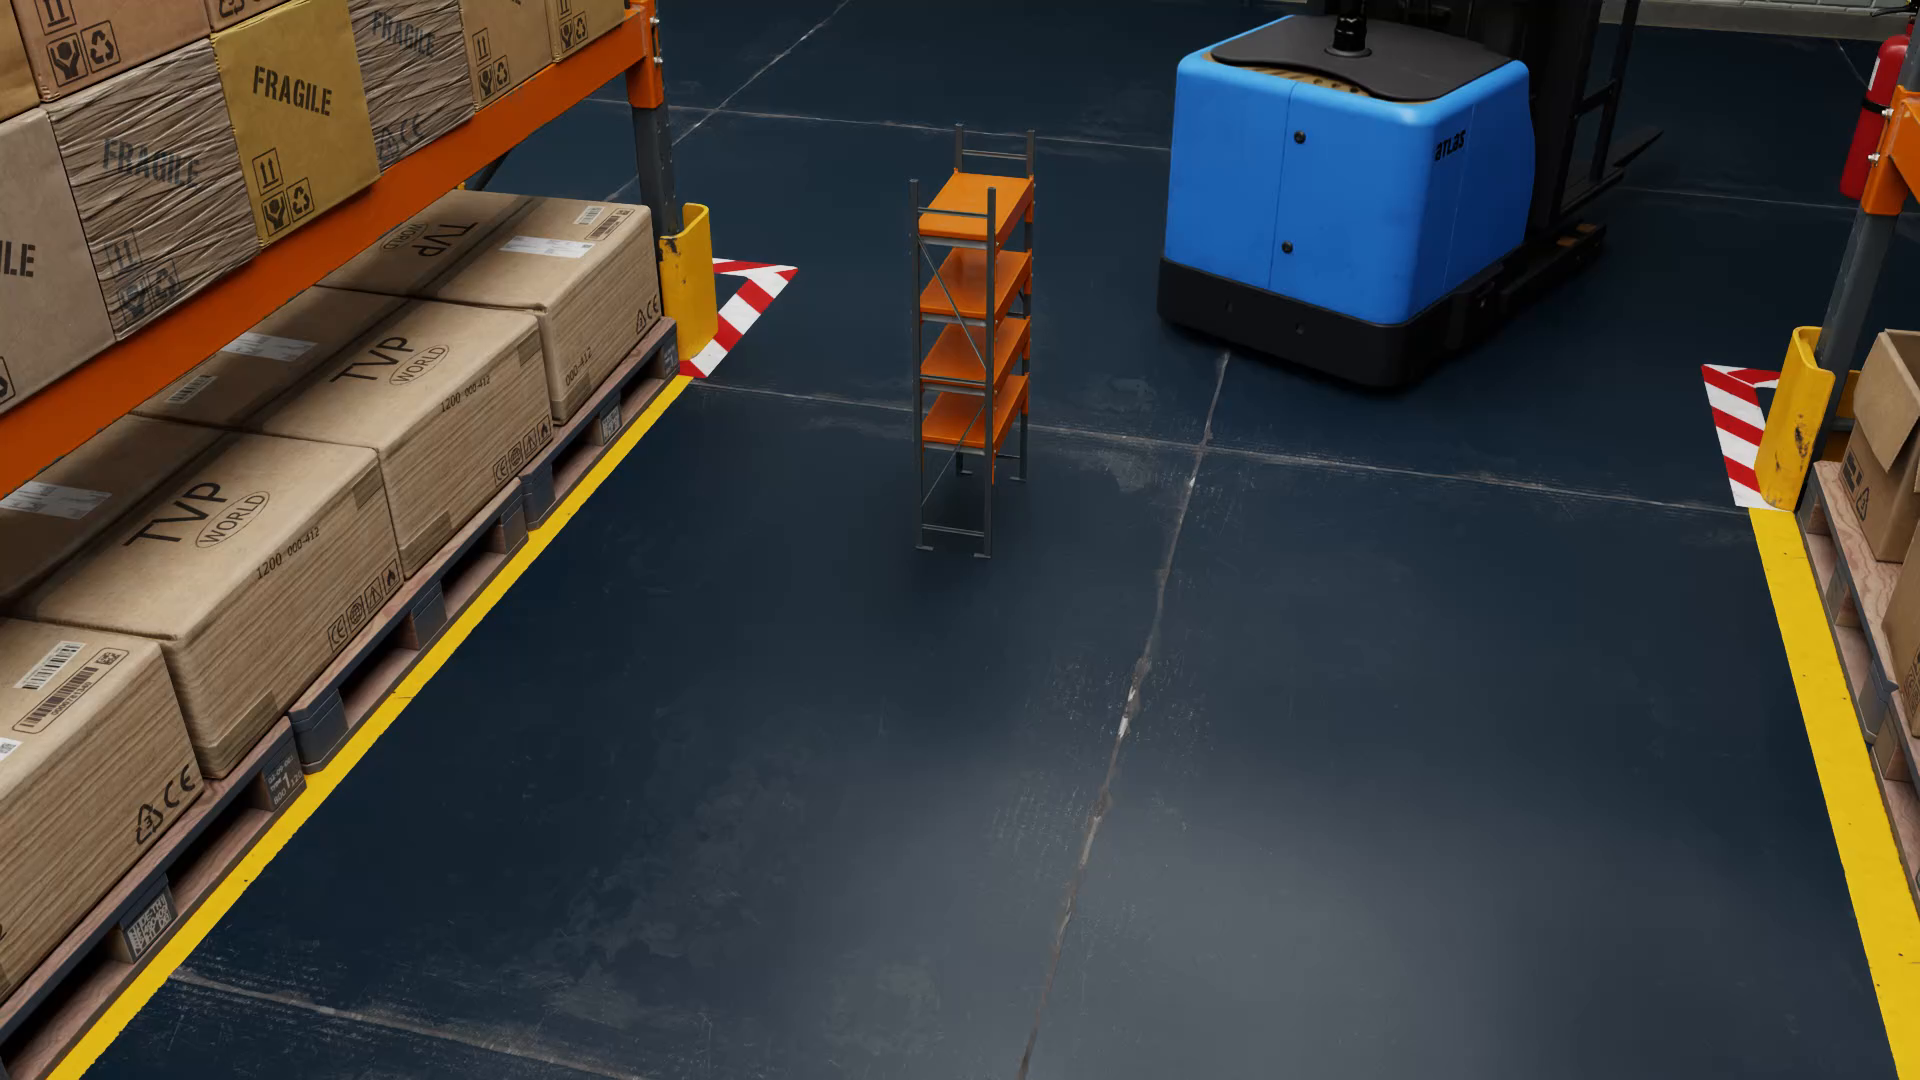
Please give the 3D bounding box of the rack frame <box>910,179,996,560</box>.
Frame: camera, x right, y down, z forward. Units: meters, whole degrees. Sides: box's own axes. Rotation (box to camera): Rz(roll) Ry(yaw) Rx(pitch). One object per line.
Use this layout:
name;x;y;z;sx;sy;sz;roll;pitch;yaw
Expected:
rack frame;-0.020;-0.466;4.864;0.240;1.200;0.015;8;33;12

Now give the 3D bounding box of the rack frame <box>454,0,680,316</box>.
rack frame;-1.551;-2.092;5.745;1.000;3.000;0.127;8;33;12

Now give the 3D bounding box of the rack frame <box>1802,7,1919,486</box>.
rack frame;3.251;-1.418;4.685;1.000;3.000;0.127;8;33;12

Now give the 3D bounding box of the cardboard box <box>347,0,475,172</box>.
cardboard box;-1.681;-1.321;4.439;0.500;0.500;0.500;9;34;14

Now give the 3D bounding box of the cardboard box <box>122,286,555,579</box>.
cardboard box;-1.846;-0.356;5.011;0.875;0.438;0.875;9;34;14

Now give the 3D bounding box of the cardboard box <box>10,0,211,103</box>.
cardboard box;-1.936;-1.220;3.348;0.500;0.500;0.500;9;33;13

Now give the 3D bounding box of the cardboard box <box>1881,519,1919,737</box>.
cardboard box;2.749;0.202;4.075;0.700;0.500;0.500;9;34;14

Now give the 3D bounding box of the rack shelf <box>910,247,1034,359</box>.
rack shelf;0.042;-0.724;4.979;0.258;0.148;0.480;8;33;12

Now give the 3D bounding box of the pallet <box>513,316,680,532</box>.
pallet;-1.679;-0.490;5.824;1.003;0.211;1.213;8;33;12

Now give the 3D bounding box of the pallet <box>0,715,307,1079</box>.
pallet;-2.298;0.776;3.832;1.003;0.211;1.213;8;33;12

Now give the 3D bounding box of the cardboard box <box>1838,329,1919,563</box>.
cardboard box;3.004;-0.238;4.763;0.797;0.503;0.637;7;33;10

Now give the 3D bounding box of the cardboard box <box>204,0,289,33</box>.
cardboard box;-1.806;-1.482;3.760;0.500;0.500;0.500;8;33;12

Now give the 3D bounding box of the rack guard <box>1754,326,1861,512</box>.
rack guard;3.232;-0.324;5.294;1.175;0.500;0.348;8;33;12

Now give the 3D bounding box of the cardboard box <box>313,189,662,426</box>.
cardboard box;-1.622;-0.832;5.760;0.875;0.438;0.875;7;33;11

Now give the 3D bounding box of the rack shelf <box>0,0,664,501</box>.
rack shelf;-2.059;-0.751;4.306;1.077;0.370;4.000;8;33;12

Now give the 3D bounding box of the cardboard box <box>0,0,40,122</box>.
cardboard box;-2.077;-0.956;2.933;0.500;0.500;0.500;8;33;12

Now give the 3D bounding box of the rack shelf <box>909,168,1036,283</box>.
rack shelf;0.042;-0.924;4.852;0.258;0.148;0.480;8;33;12

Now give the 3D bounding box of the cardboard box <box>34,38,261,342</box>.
cardboard box;-1.930;-0.784;3.595;0.500;0.500;0.500;8;33;13

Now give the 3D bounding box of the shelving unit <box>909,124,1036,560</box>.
shelving unit;0.042;-0.592;5.063;0.258;1.200;0.503;8;33;12

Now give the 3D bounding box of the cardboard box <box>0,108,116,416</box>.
cardboard box;-2.062;-0.527;3.190;0.500;0.500;0.500;8;33;13

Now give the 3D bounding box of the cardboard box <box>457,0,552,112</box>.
cardboard box;-1.560;-1.590;4.861;0.500;0.500;0.500;7;33;11

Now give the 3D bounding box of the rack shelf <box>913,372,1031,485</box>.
rack shelf;0.042;-0.368;5.206;0.258;0.148;0.480;8;33;12

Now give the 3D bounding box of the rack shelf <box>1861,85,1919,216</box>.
rack shelf;2.743;-0.077;3.246;1.077;0.370;4.000;8;33;12

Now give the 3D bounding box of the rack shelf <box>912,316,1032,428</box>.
rack shelf;0.042;-0.535;5.099;0.258;0.148;0.480;8;33;12

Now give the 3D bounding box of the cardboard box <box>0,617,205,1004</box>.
cardboard box;-2.303;0.576;3.544;0.875;0.438;0.875;8;33;12

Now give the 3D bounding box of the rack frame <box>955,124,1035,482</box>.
rack frame;0.104;-0.719;5.262;0.240;1.200;0.015;8;33;12

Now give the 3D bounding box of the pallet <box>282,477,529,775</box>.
pallet;-1.990;0.141;4.831;1.003;0.211;1.213;8;33;12

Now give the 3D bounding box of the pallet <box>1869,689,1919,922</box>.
pallet;2.719;0.843;3.728;1.003;0.211;1.213;8;33;12

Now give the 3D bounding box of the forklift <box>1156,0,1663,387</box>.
forklift;2.108;-2.503;6.455;1.130;2.935;3.031;25;40;33

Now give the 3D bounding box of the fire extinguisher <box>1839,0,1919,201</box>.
fire extinguisher;2.841;-1.368;5.025;0.296;0.674;0.183;8;33;12

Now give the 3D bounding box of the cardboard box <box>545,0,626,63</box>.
cardboard box;-1.418;-1.848;5.268;0.500;0.500;0.500;8;33;13

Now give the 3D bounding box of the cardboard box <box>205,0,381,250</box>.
cardboard box;-1.799;-1.052;4.015;0.500;0.500;0.500;9;34;14

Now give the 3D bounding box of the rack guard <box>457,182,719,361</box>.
rack guard;-1.545;-1.050;6.435;1.175;0.500;0.348;8;33;12

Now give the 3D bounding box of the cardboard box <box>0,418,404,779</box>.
cardboard box;-2.077;0.112;4.275;0.875;0.438;0.875;7;33;11

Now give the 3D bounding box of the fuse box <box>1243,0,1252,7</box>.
fuse box;1.852;-4.116;10.130;0.539;1.711;0.414;8;33;12

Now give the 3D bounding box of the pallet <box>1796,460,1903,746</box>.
pallet;3.030;0.212;4.720;1.003;0.211;1.213;8;33;12
